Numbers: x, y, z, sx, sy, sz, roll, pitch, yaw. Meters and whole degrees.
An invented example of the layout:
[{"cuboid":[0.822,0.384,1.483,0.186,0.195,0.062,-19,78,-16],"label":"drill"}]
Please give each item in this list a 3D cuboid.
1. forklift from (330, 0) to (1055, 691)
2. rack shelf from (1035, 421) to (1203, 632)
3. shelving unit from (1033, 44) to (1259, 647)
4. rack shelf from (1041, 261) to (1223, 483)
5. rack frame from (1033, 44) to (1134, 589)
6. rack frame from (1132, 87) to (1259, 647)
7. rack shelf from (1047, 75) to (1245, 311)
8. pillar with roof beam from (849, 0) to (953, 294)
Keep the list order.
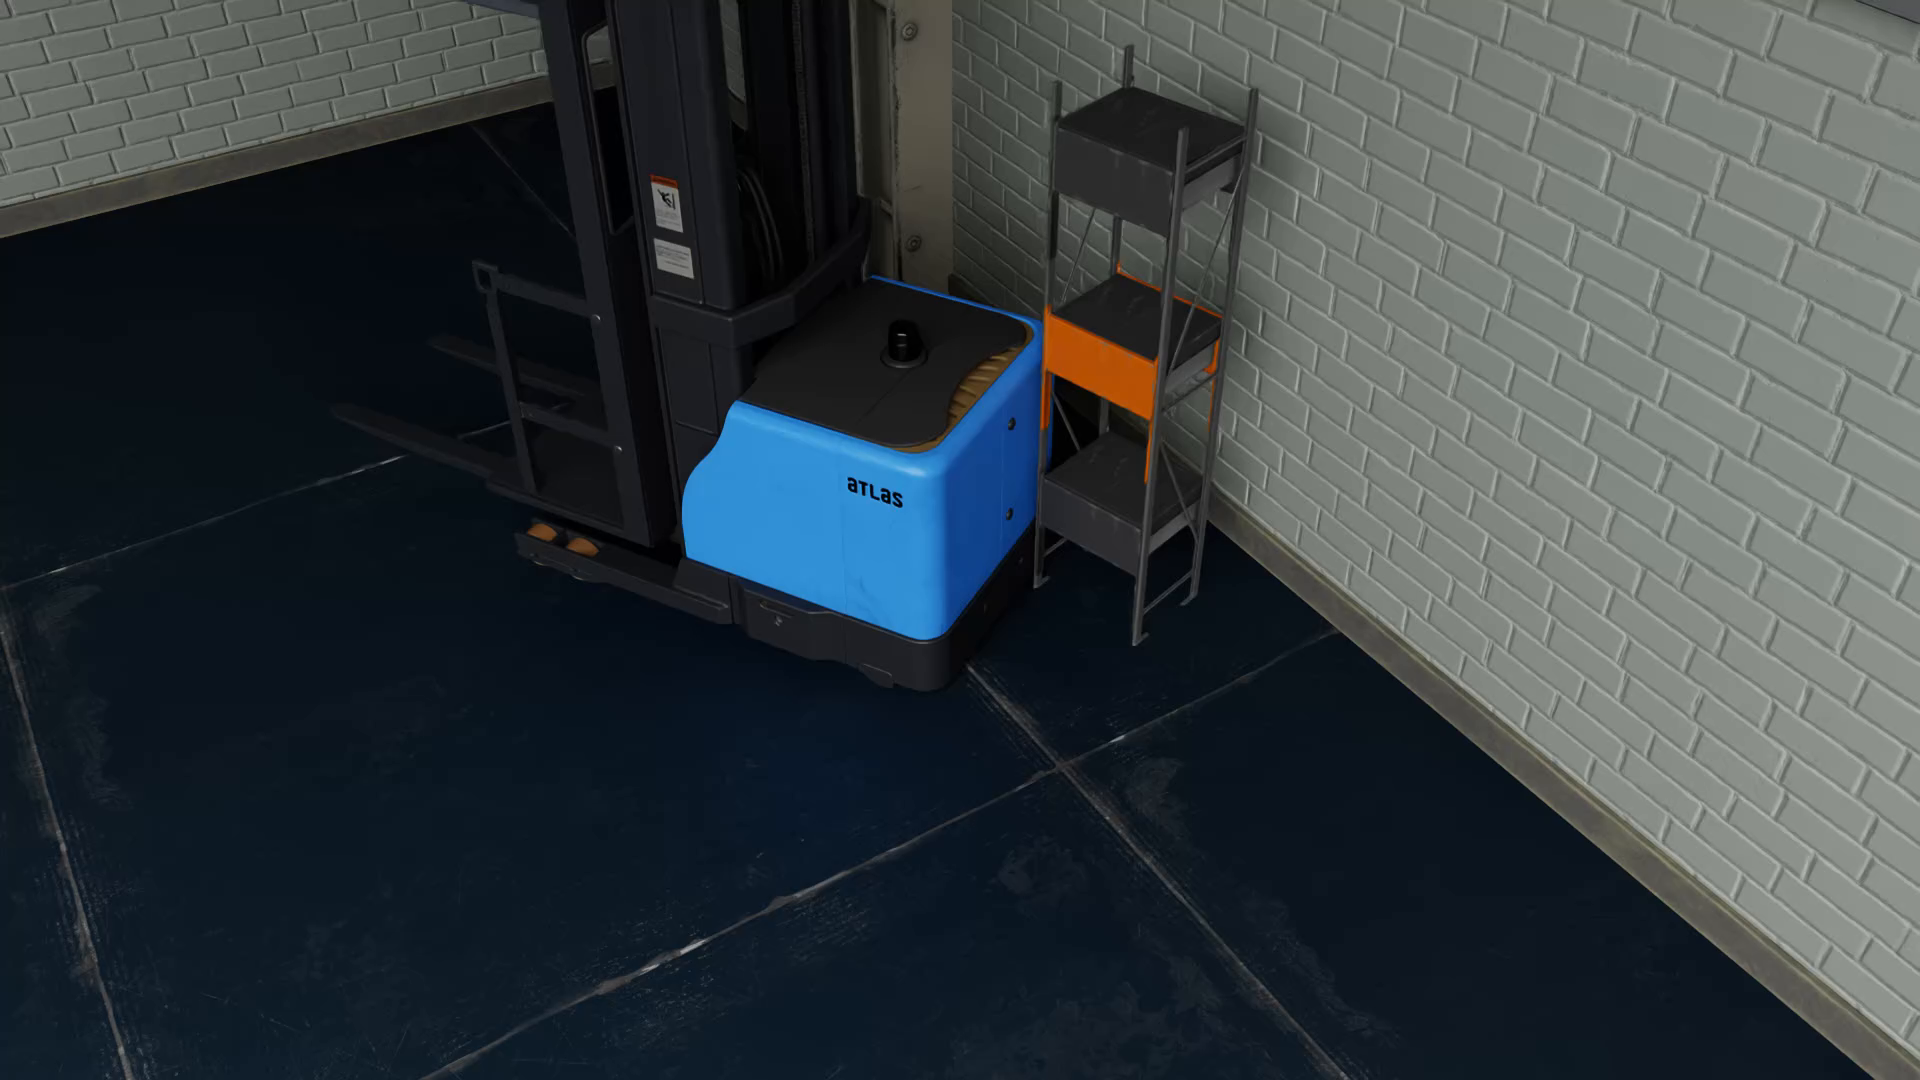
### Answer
[{"cuboid":[-1.183,-1.247,5.957,3.031,2.935,1.130,18,43,21],"label":"forklift"},{"cuboid":[0.607,-0.057,6.293,0.480,0.518,0.431,30,48,31],"label":"rack shelf"},{"cuboid":[0.607,-0.605,5.836,0.503,2.100,0.431,30,48,31],"label":"shelving unit"},{"cuboid":[0.607,-0.594,5.844,0.480,0.518,0.431,30,48,31],"label":"rack shelf"},{"cuboid":[0.426,-0.710,5.962,0.015,2.100,0.400,30,48,31],"label":"rack frame"},{"cuboid":[0.787,-0.500,5.710,0.015,2.100,0.400,30,48,31],"label":"rack frame"},{"cuboid":[0.607,-1.132,5.396,0.480,0.518,0.431,30,48,31],"label":"rack shelf"},{"cuboid":[-3.894,-3.209,3.572,9.100,9.000,0.400,-22,45,-24],"label":"pillar with roof beam"}]
